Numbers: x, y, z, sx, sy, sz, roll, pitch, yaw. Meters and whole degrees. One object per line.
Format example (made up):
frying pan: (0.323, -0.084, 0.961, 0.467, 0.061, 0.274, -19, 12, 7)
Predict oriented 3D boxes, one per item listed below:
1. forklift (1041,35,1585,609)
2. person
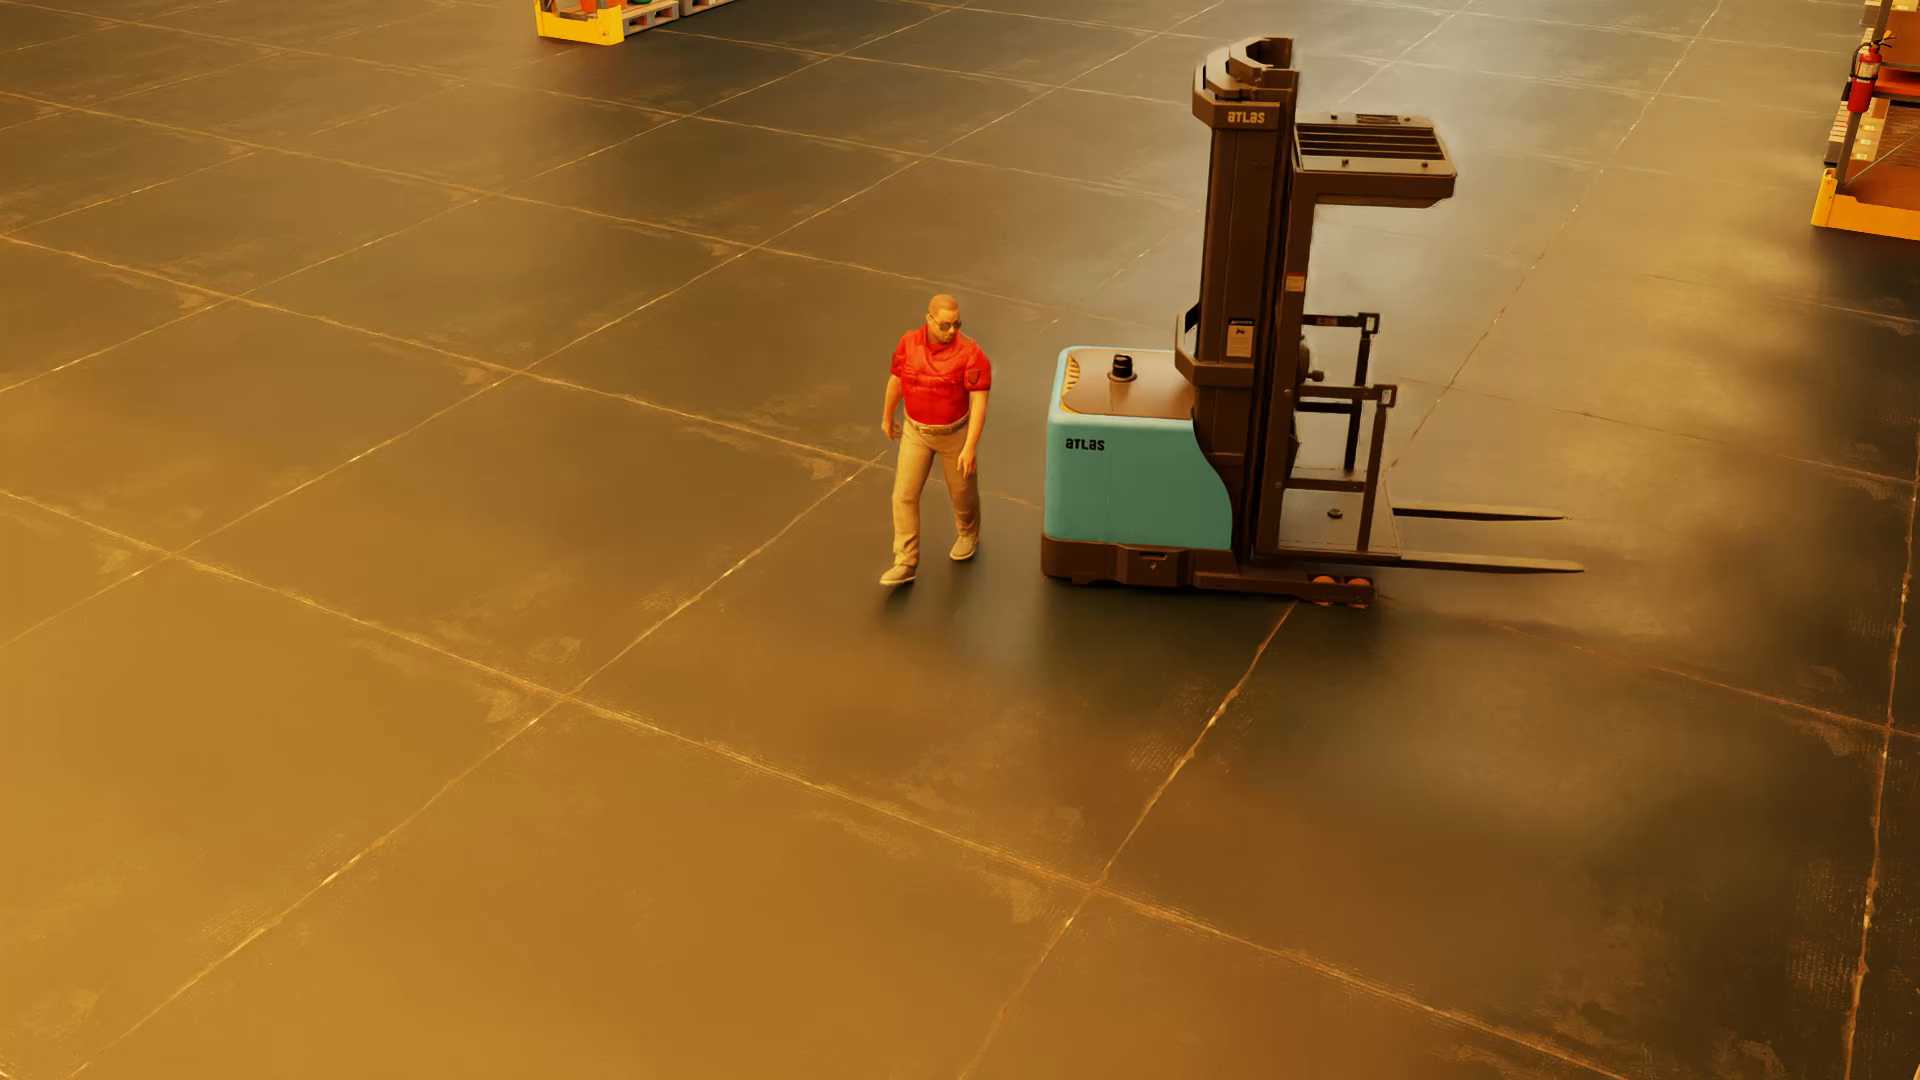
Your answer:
forklift: (2.022, -1.168, 9.094, 3.031, 2.935, 1.130, 4, 30, 6)
person: (-0.181, -0.559, 9.298, 0.692, 1.679, 0.891, 9, 31, 15)
